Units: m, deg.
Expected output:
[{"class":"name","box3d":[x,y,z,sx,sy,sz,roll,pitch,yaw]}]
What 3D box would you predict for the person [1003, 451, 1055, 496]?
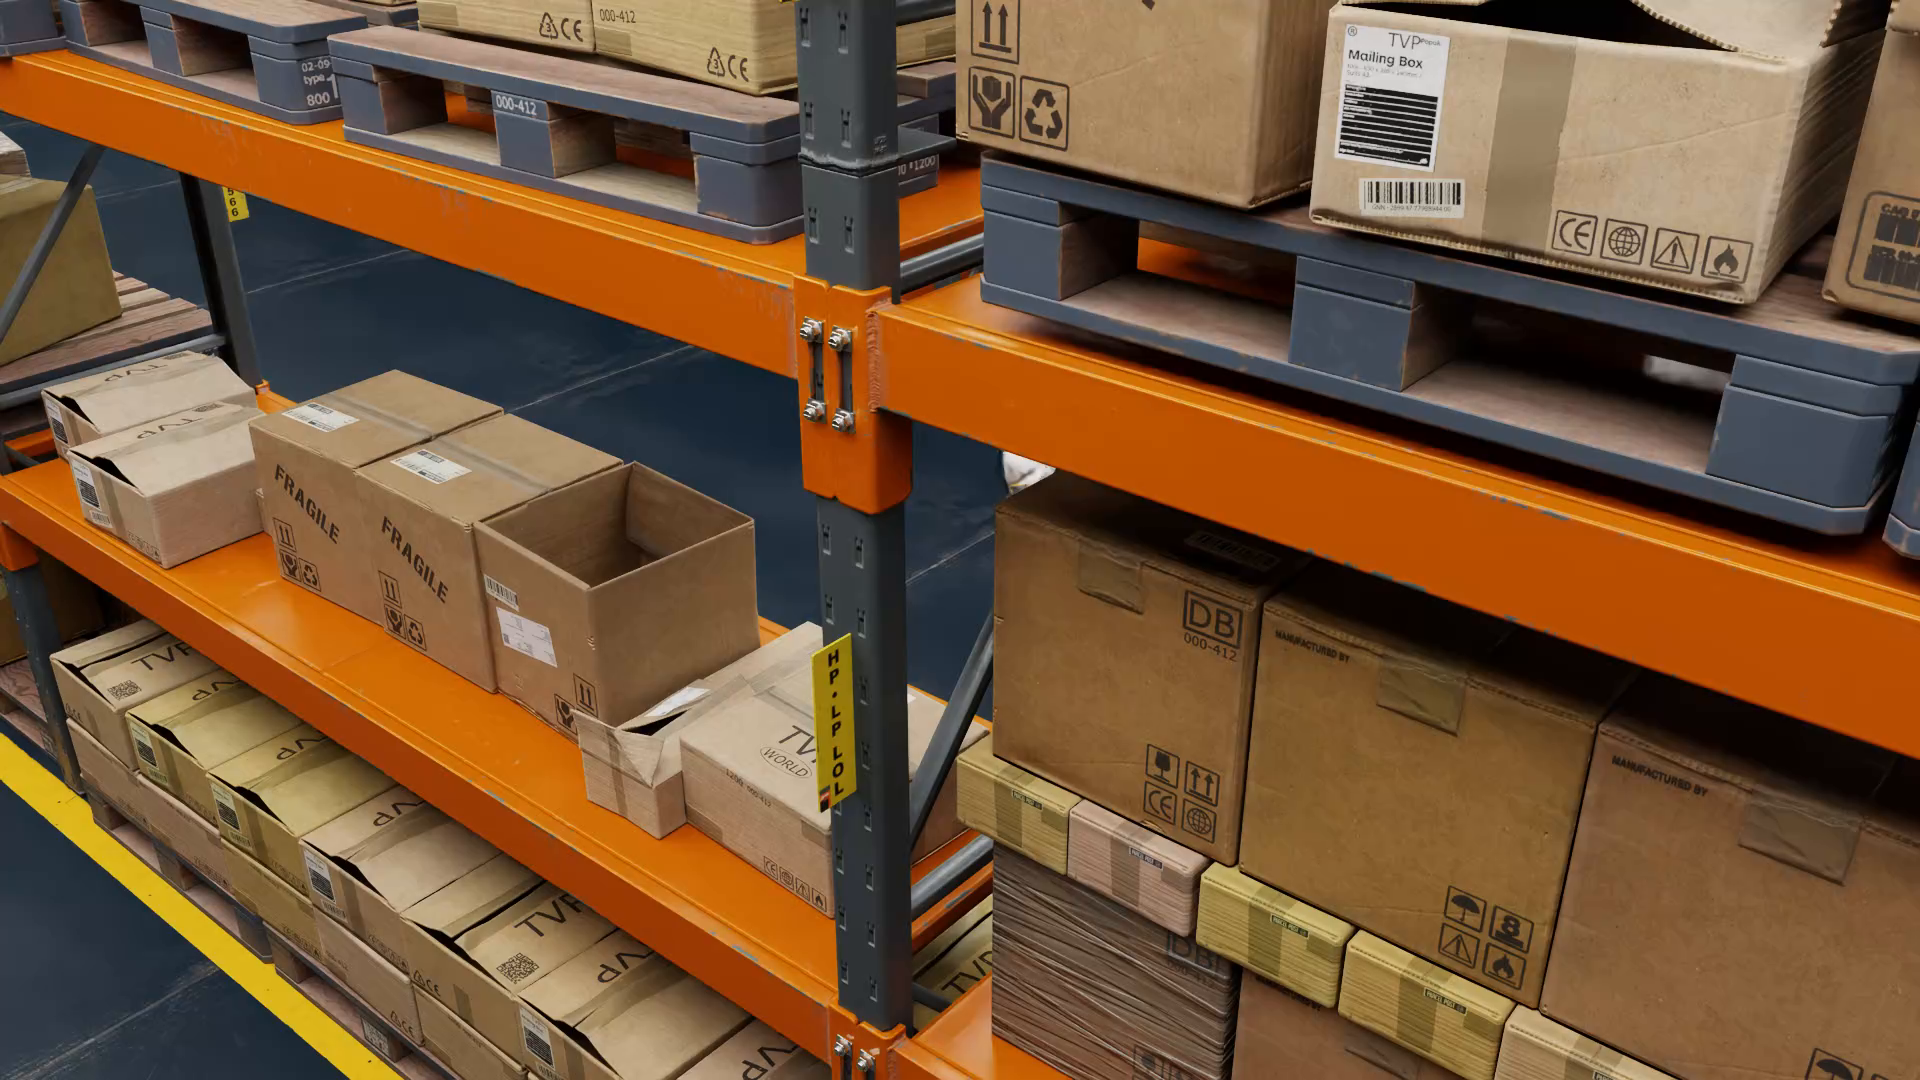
[{"class":"person","box3d":[0.383,0.163,5.797,0.457,1.671,0.536,21,34,34]}]
